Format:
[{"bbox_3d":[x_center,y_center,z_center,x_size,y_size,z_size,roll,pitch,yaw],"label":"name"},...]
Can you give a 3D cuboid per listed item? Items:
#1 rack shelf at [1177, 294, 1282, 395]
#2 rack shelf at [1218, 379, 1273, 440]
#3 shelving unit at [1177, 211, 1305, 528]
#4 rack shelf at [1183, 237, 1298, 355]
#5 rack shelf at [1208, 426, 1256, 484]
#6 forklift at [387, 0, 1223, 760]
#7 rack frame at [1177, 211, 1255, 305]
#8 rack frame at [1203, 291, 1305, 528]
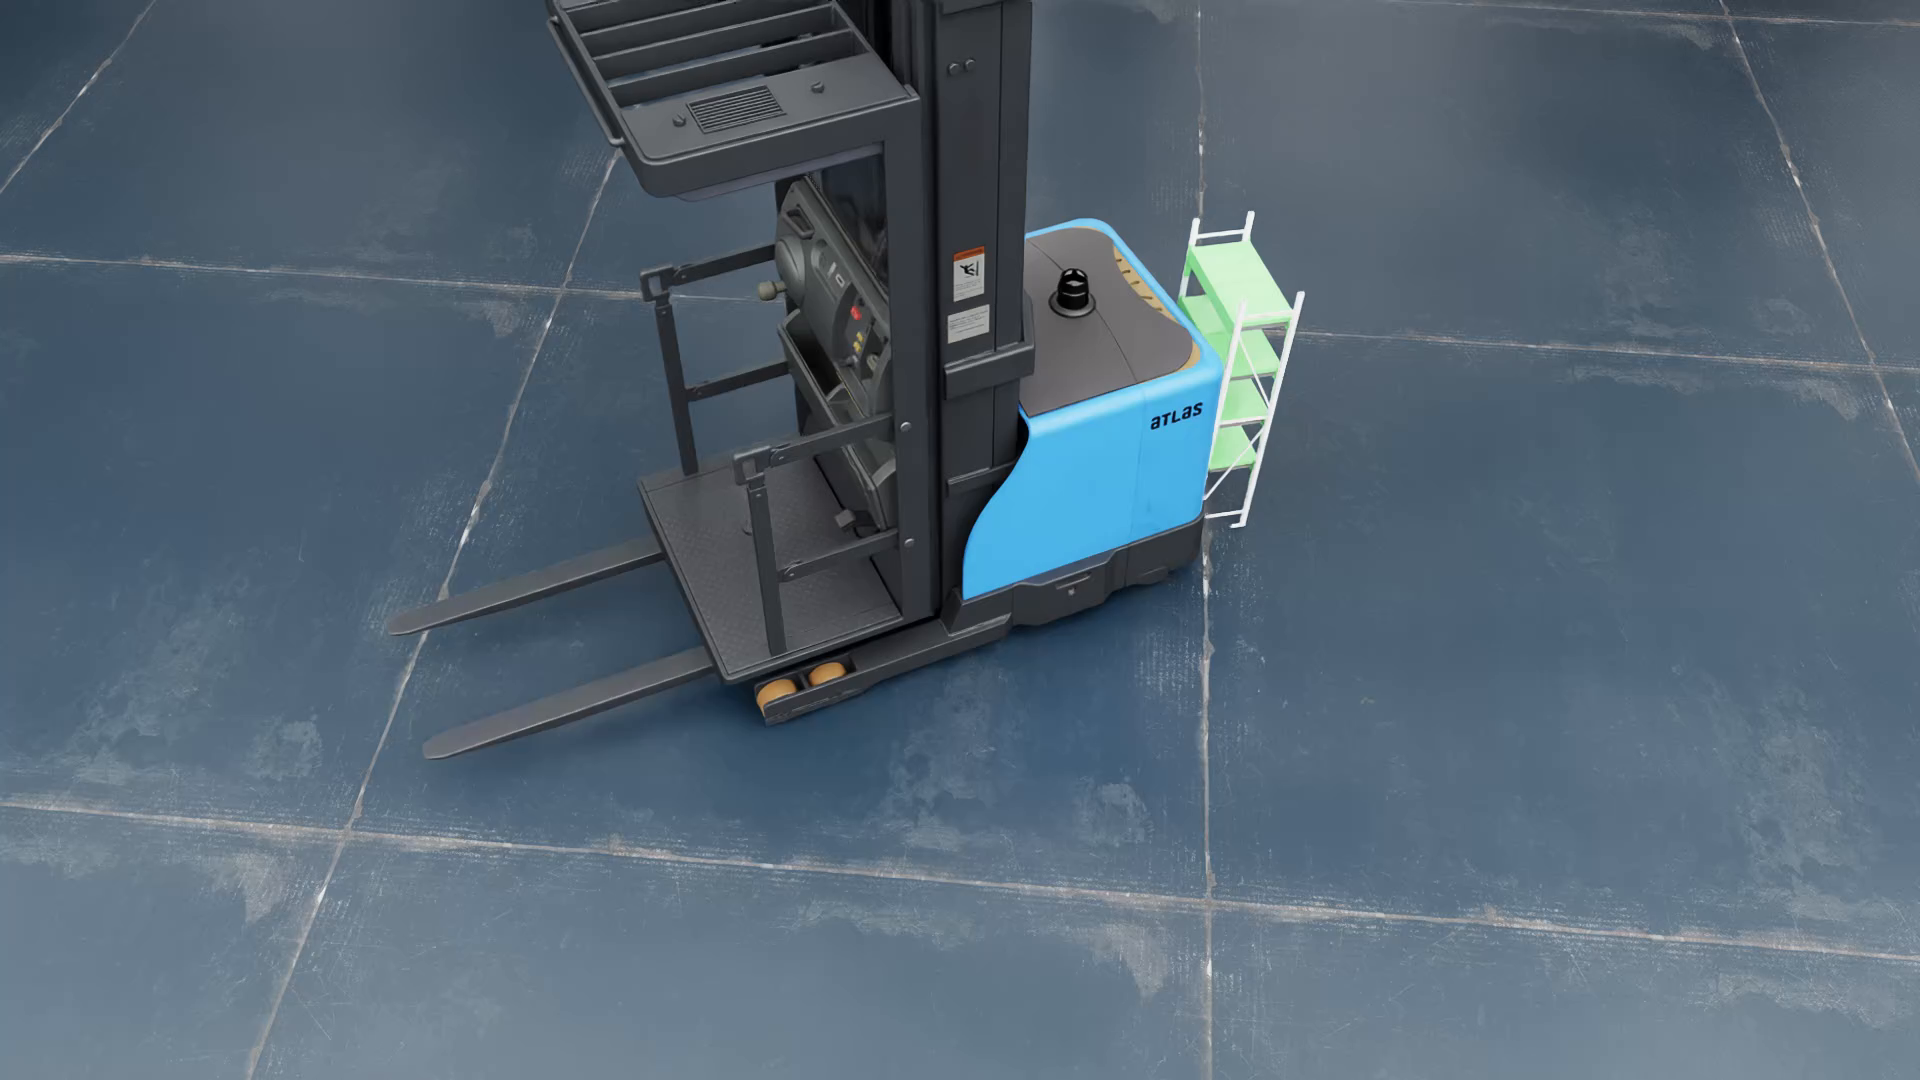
[{"bbox_3d":[1.027,-0.750,6.375,0.258,0.148,0.480,-9,48,-12],"label":"rack shelf"},{"bbox_3d":[1.015,-0.586,6.550,0.258,0.148,0.480,-9,48,-12],"label":"rack shelf"},{"bbox_3d":[1.018,-0.630,6.503,0.258,1.200,0.503,-9,48,-12],"label":"shelving unit"},{"bbox_3d":[1.040,-0.914,6.201,0.258,0.148,0.480,-9,48,-12],"label":"rack shelf"},{"bbox_3d":[1.002,-0.422,6.725,0.258,0.148,0.480,-9,48,-12],"label":"rack shelf"},{"bbox_3d":[-0.610,-0.764,5.463,3.031,2.935,1.130,-18,50,-16],"label":"forklift"},{"bbox_3d":[0.957,-0.804,6.663,0.240,1.200,0.015,-9,48,-12],"label":"rack frame"},{"bbox_3d":[1.079,-0.455,6.344,0.240,1.200,0.015,-9,48,-12],"label":"rack frame"}]
